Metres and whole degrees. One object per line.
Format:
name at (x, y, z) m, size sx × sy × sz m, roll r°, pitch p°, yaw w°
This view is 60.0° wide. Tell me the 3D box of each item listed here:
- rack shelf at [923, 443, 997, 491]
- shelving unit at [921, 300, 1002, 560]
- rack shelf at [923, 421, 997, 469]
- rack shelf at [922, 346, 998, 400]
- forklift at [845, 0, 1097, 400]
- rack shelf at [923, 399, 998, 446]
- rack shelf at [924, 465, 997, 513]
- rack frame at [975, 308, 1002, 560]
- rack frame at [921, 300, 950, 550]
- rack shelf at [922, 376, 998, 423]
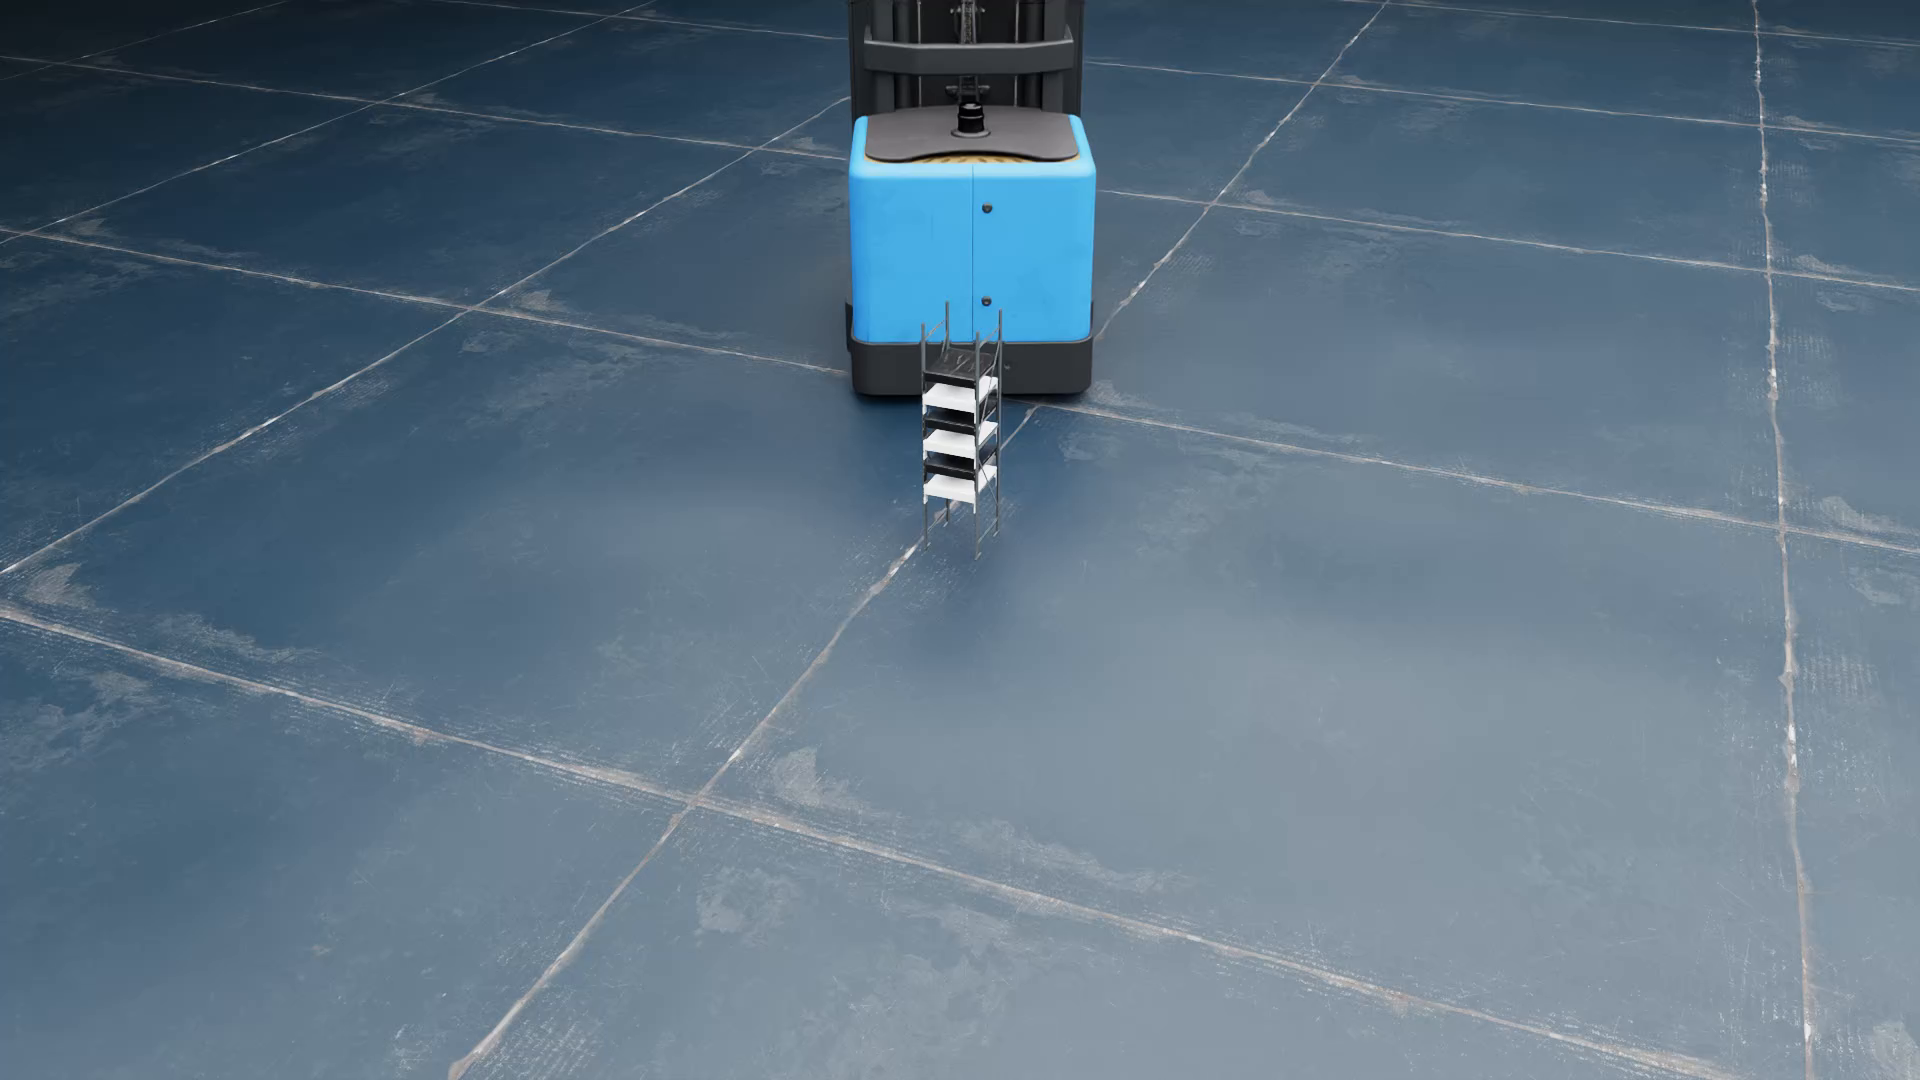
rack shelf at (0.008, -0.283, 6.087) m, size 0.200 × 0.077 × 0.258 m, roll 11°, pitch 31°, yaw 19°
shelving unit at (0.008, -0.390, 6.026) m, size 0.210 × 0.900 × 0.258 m, roll 11°, pitch 31°, yaw 19°
rack shelf at (0.008, -0.361, 6.042) m, size 0.200 × 0.077 × 0.258 m, roll 11°, pitch 31°, yaw 19°
rack shelf at (0.008, -0.596, 5.909) m, size 0.200 × 0.077 × 0.258 m, roll 11°, pitch 31°, yaw 19°
forklift at (0.024, -2.566, 7.812) m, size 1.130 × 2.935 × 3.031 m, roll -1°, pitch 29°, yaw -1°
rack shelf at (0.008, -0.440, 5.998) m, size 0.200 × 0.077 × 0.258 m, roll 11°, pitch 31°, yaw 19°
rack shelf at (0.008, -0.205, 6.131) m, size 0.200 × 0.077 × 0.258 m, roll 11°, pitch 31°, yaw 19°
rack frame at (0.102, -0.371, 5.993) m, size 0.006 × 0.900 × 0.240 m, roll 11°, pitch 31°, yaw 19°
rack frame at (-0.087, -0.409, 6.059) m, size 0.006 × 0.900 × 0.240 m, roll 11°, pitch 31°, yaw 19°
rack shelf at (0.008, -0.518, 5.954) m, size 0.200 × 0.077 × 0.258 m, roll 11°, pitch 31°, yaw 19°
